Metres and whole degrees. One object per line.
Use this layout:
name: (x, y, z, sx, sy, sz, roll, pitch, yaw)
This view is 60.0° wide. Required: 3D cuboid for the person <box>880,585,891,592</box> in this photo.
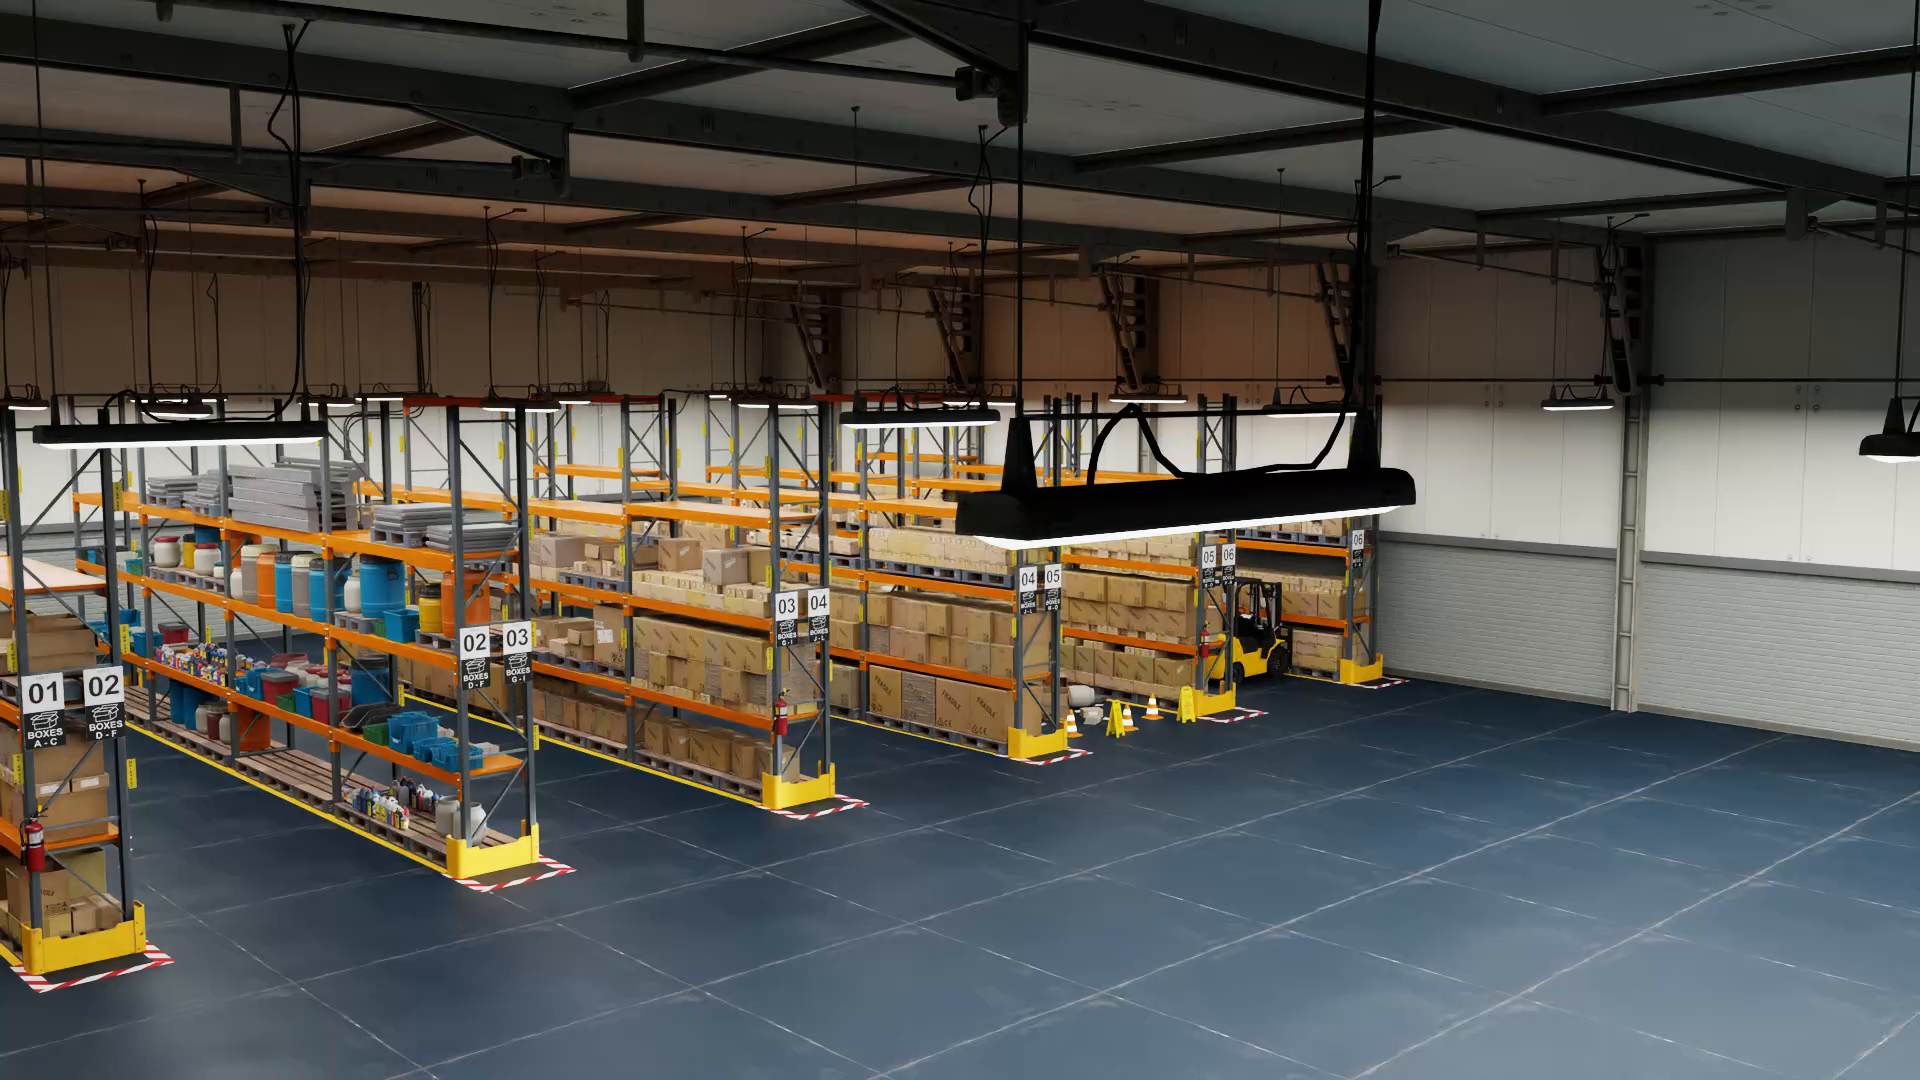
person: (-1.503, 1.813, 34.569, 0.608, 1.777, 0.458, -1, 6, -6)
